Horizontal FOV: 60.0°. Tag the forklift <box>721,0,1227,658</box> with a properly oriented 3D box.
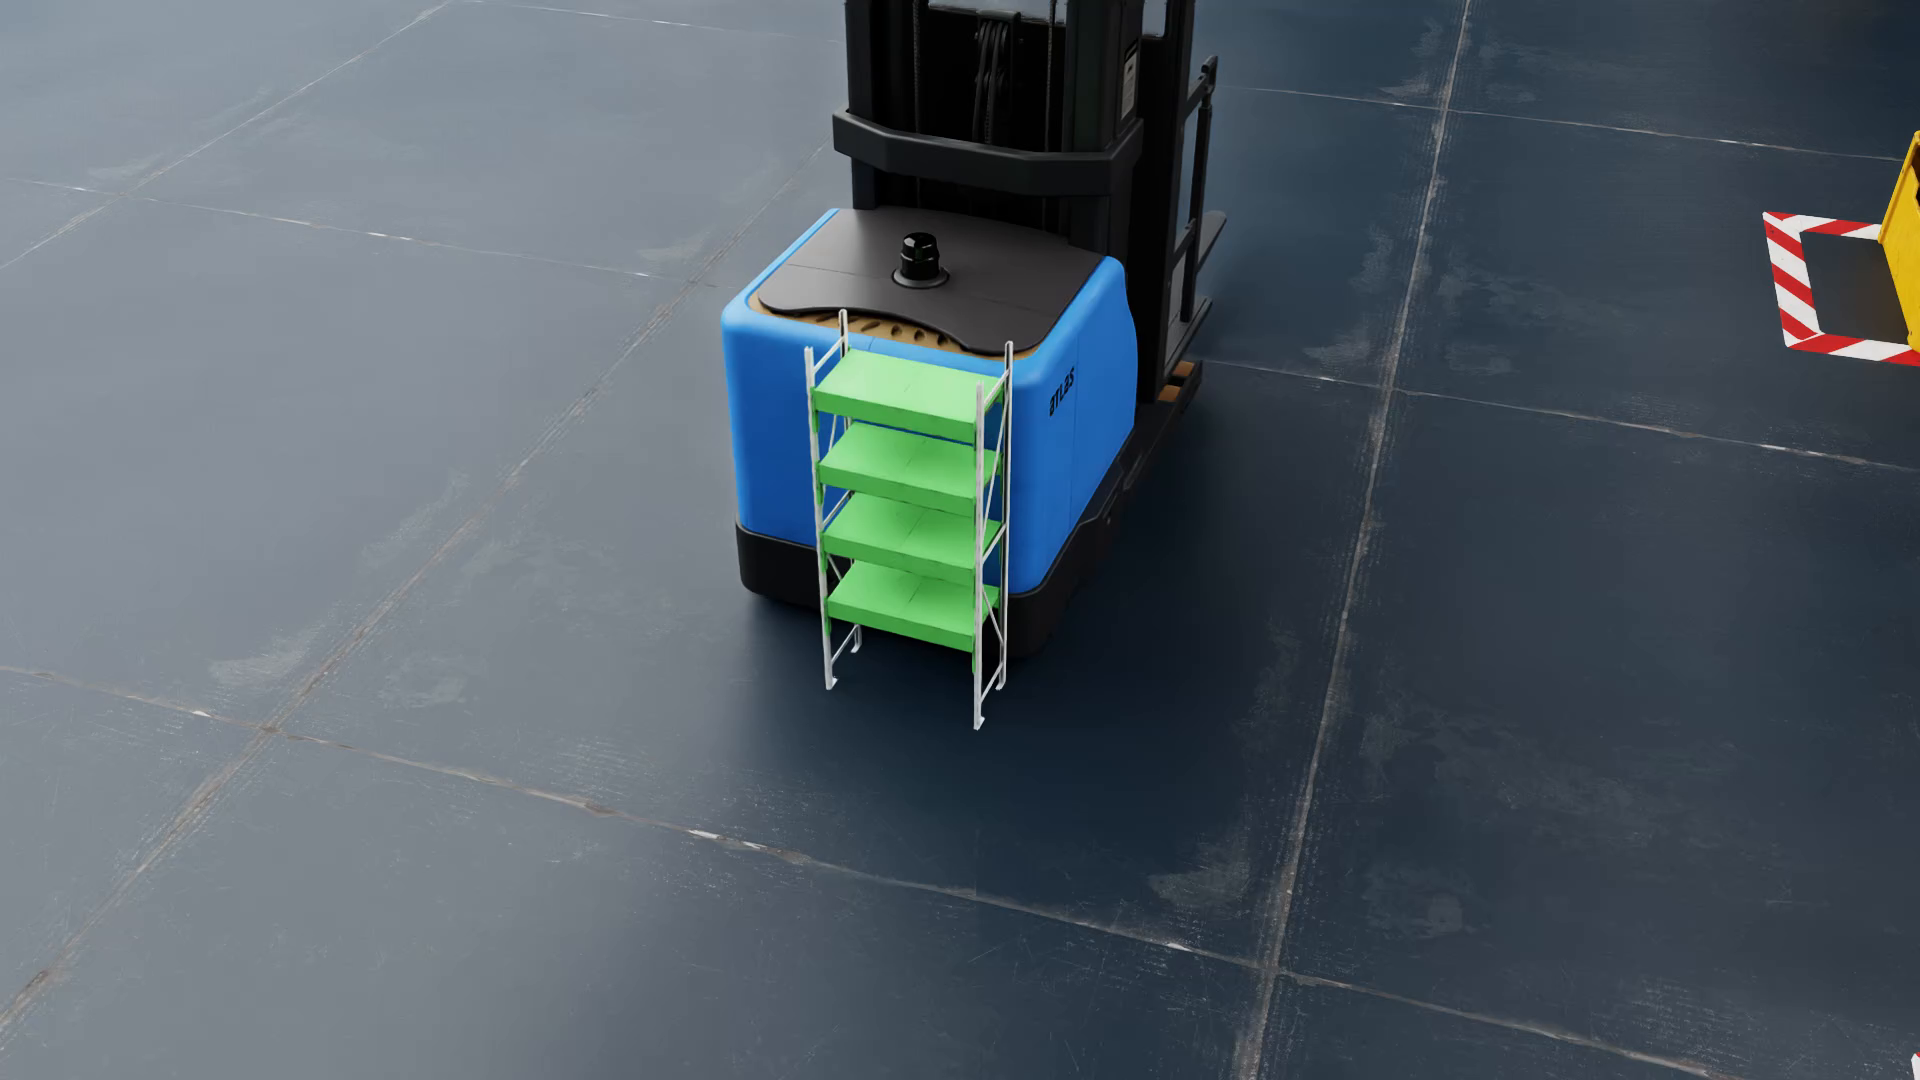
[{"bbox_3d":[0.298,-1.688,5.570,1.130,2.935,3.031,13,38,17],"label":"forklift"}]

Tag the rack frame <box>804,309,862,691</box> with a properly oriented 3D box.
[{"bbox_3d":[-0.363,-0.087,4.856,0.015,1.200,0.240,13,38,17],"label":"rack frame"}]

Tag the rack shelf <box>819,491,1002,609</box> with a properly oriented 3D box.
[{"bbox_3d":[-0.136,0.017,4.822,0.480,0.148,0.258,13,38,17],"label":"rack shelf"}]

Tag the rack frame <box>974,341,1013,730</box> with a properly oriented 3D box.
[{"bbox_3d":[0.092,0.019,4.713,0.015,1.200,0.240,13,38,17],"label":"rack frame"}]

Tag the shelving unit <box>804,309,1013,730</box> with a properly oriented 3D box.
[{"bbox_3d":[-0.136,-0.034,4.784,0.503,1.200,0.258,13,38,17],"label":"shelving unit"}]

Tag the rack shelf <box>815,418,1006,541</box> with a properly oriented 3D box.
[{"bbox_3d":[-0.136,-0.176,4.680,0.480,0.148,0.258,13,38,17],"label":"rack shelf"}]

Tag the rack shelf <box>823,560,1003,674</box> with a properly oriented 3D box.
[{"bbox_3d":[-0.136,0.211,4.964,0.480,0.148,0.258,13,38,17],"label":"rack shelf"}]

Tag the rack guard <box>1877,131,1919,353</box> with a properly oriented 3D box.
[{"bbox_3d":[4.222,-1.263,7.045,0.348,0.500,1.175,10,38,14],"label":"rack guard"}]

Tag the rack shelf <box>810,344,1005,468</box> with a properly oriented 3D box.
[{"bbox_3d":[-0.136,-0.369,4.537,0.480,0.148,0.258,13,38,17],"label":"rack shelf"}]
